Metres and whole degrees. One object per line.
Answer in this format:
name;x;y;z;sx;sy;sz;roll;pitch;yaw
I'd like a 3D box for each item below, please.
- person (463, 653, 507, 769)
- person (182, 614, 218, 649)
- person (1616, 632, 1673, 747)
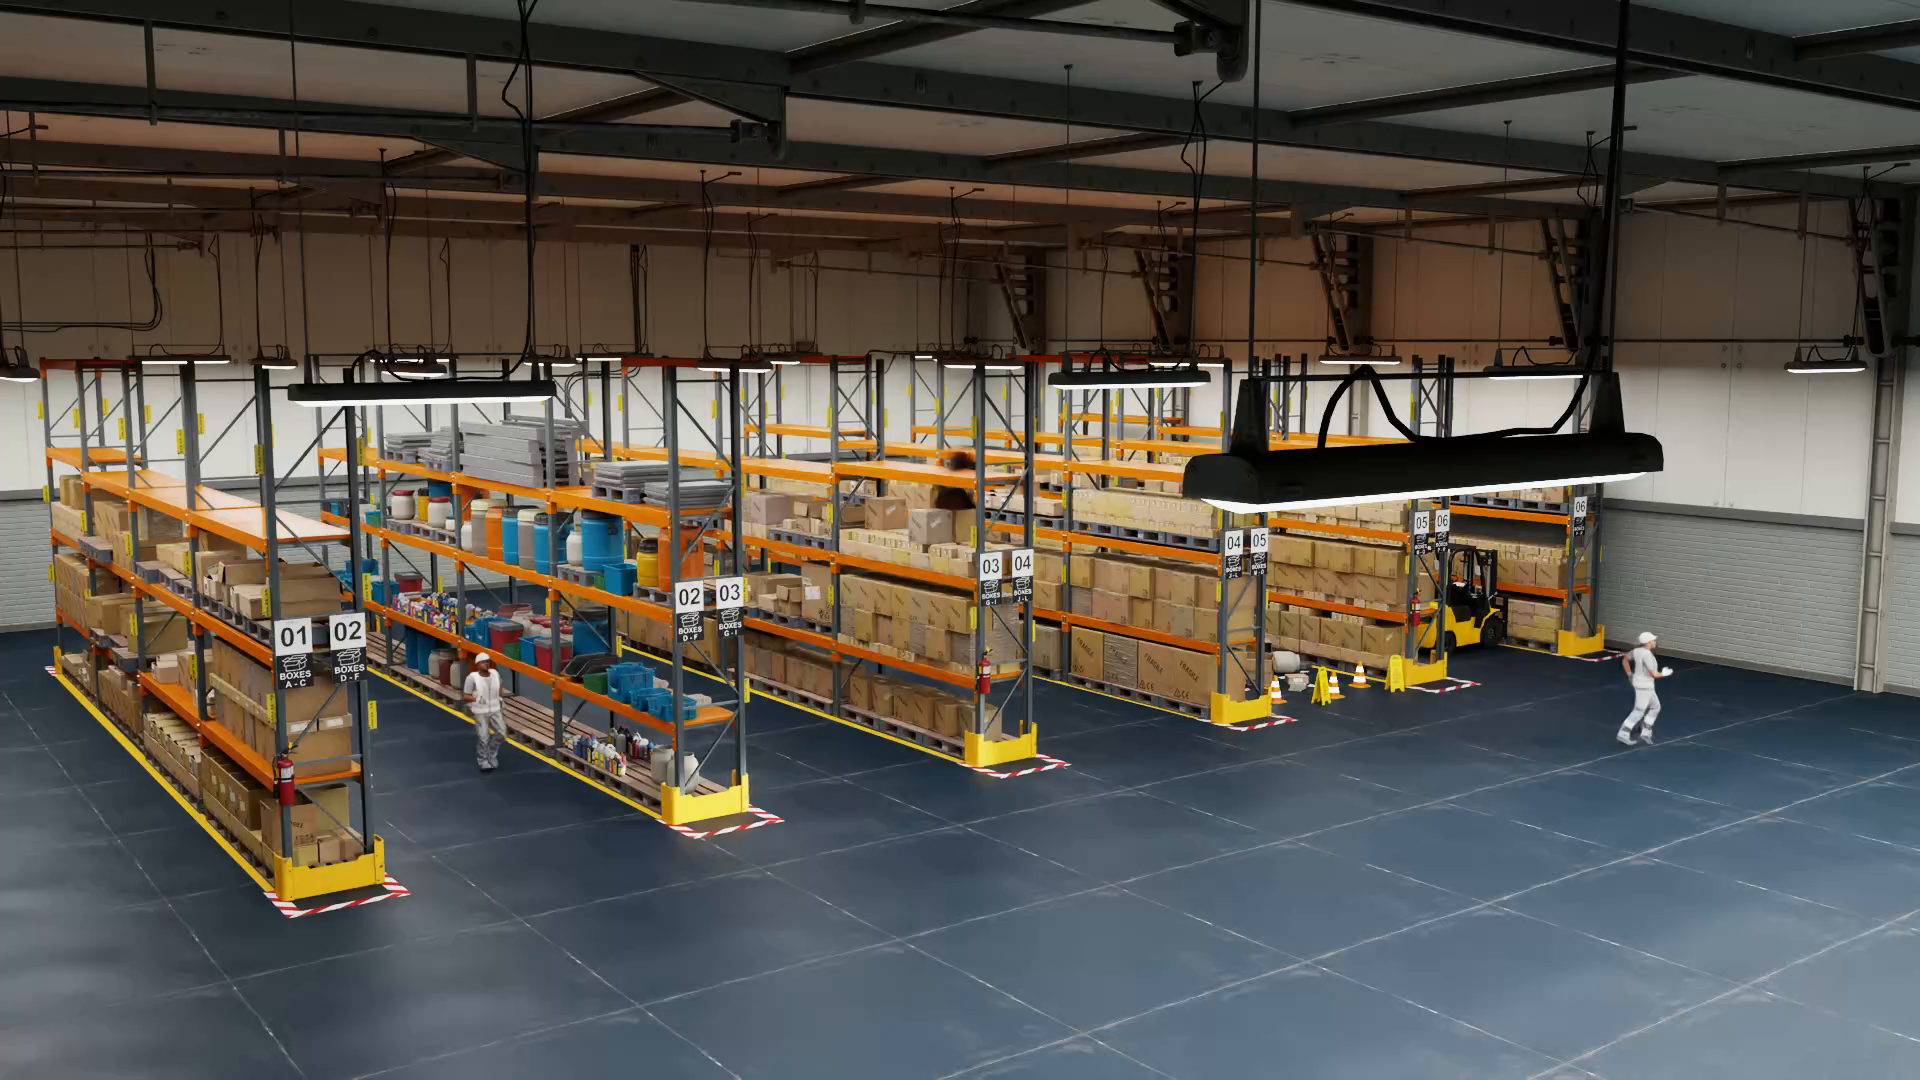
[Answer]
person;-6.917;2.526;24.405;0.664;1.745;0.621;-5;9;-38
person;-14.718;1.618;32.290;0.659;1.703;0.746;6;9;41
person;10.649;2.345;25.864;0.776;1.852;0.665;1;7;12
